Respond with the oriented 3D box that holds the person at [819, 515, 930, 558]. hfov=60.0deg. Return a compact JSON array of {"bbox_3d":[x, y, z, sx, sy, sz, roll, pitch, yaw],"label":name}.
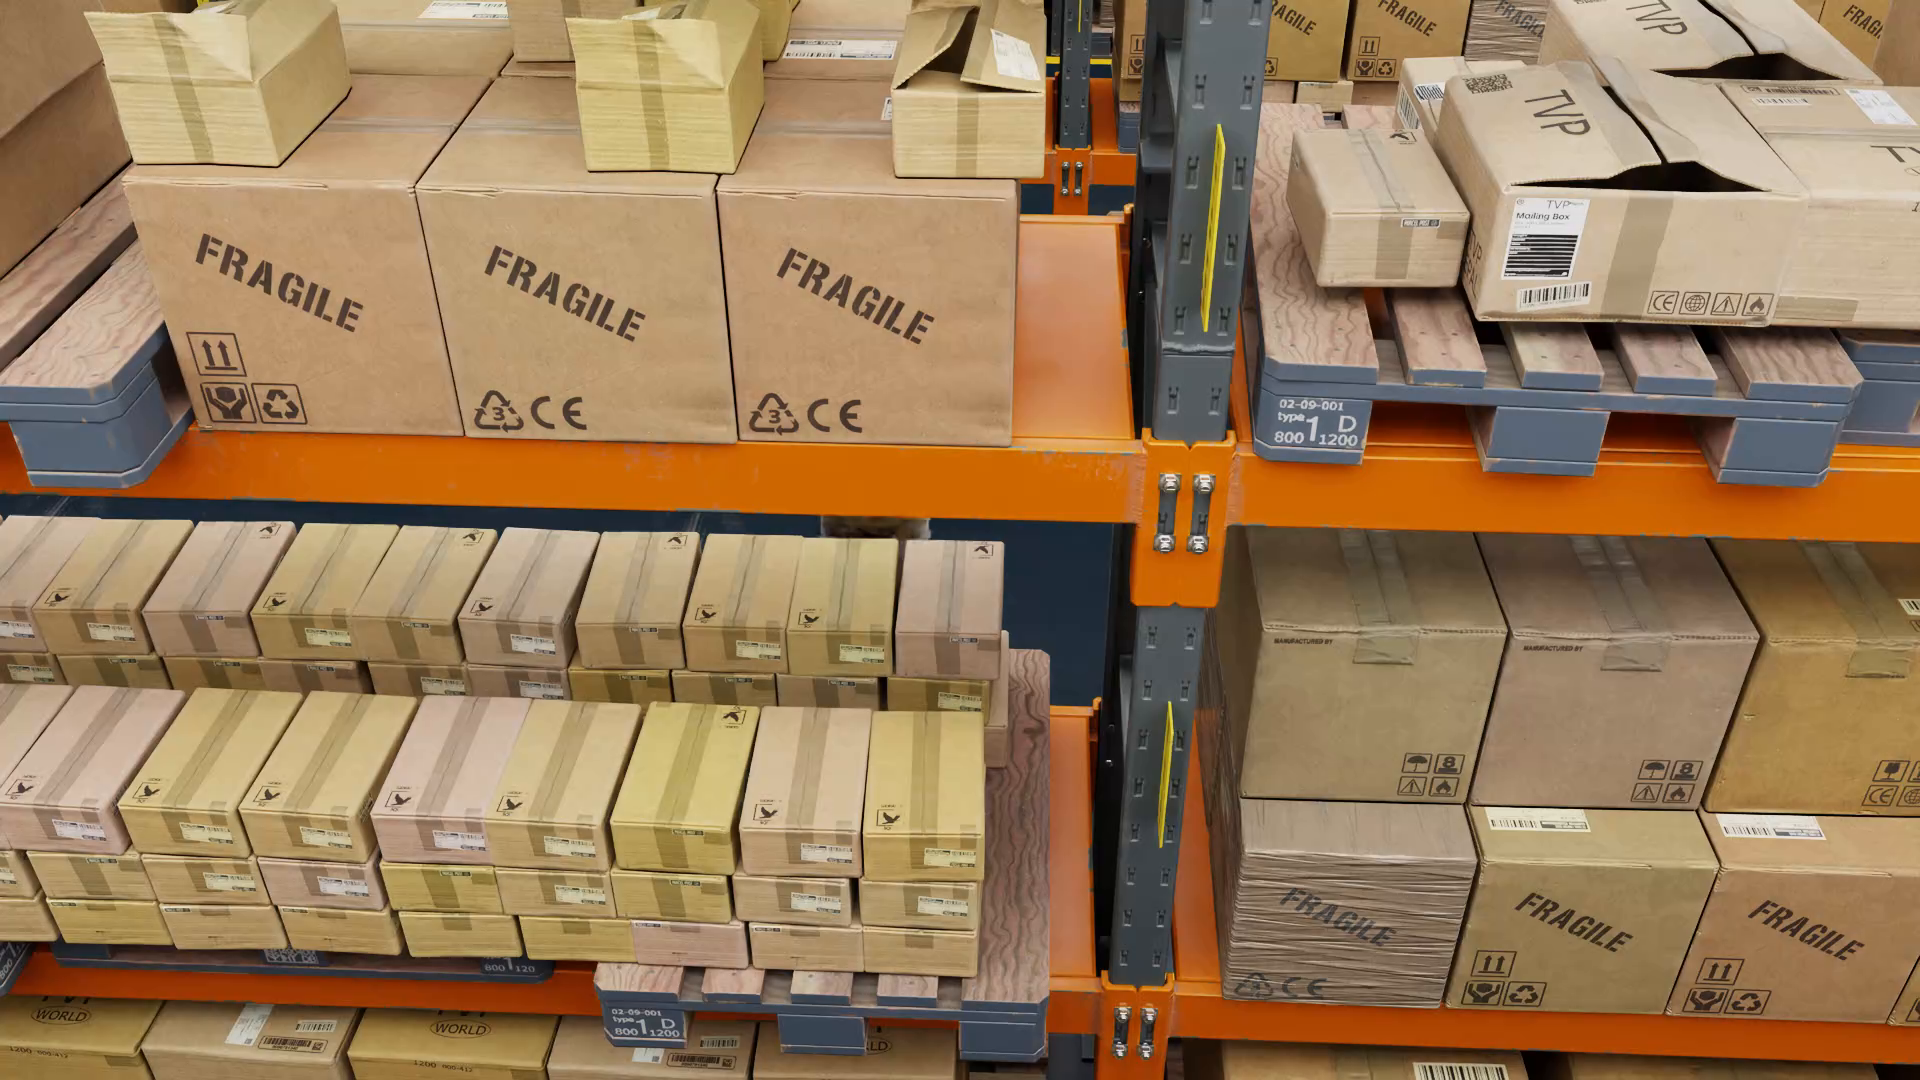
[{"bbox_3d":[-0.300,0.158,6.128,0.400,1.449,0.728,1,36,1],"label":"person"}]
